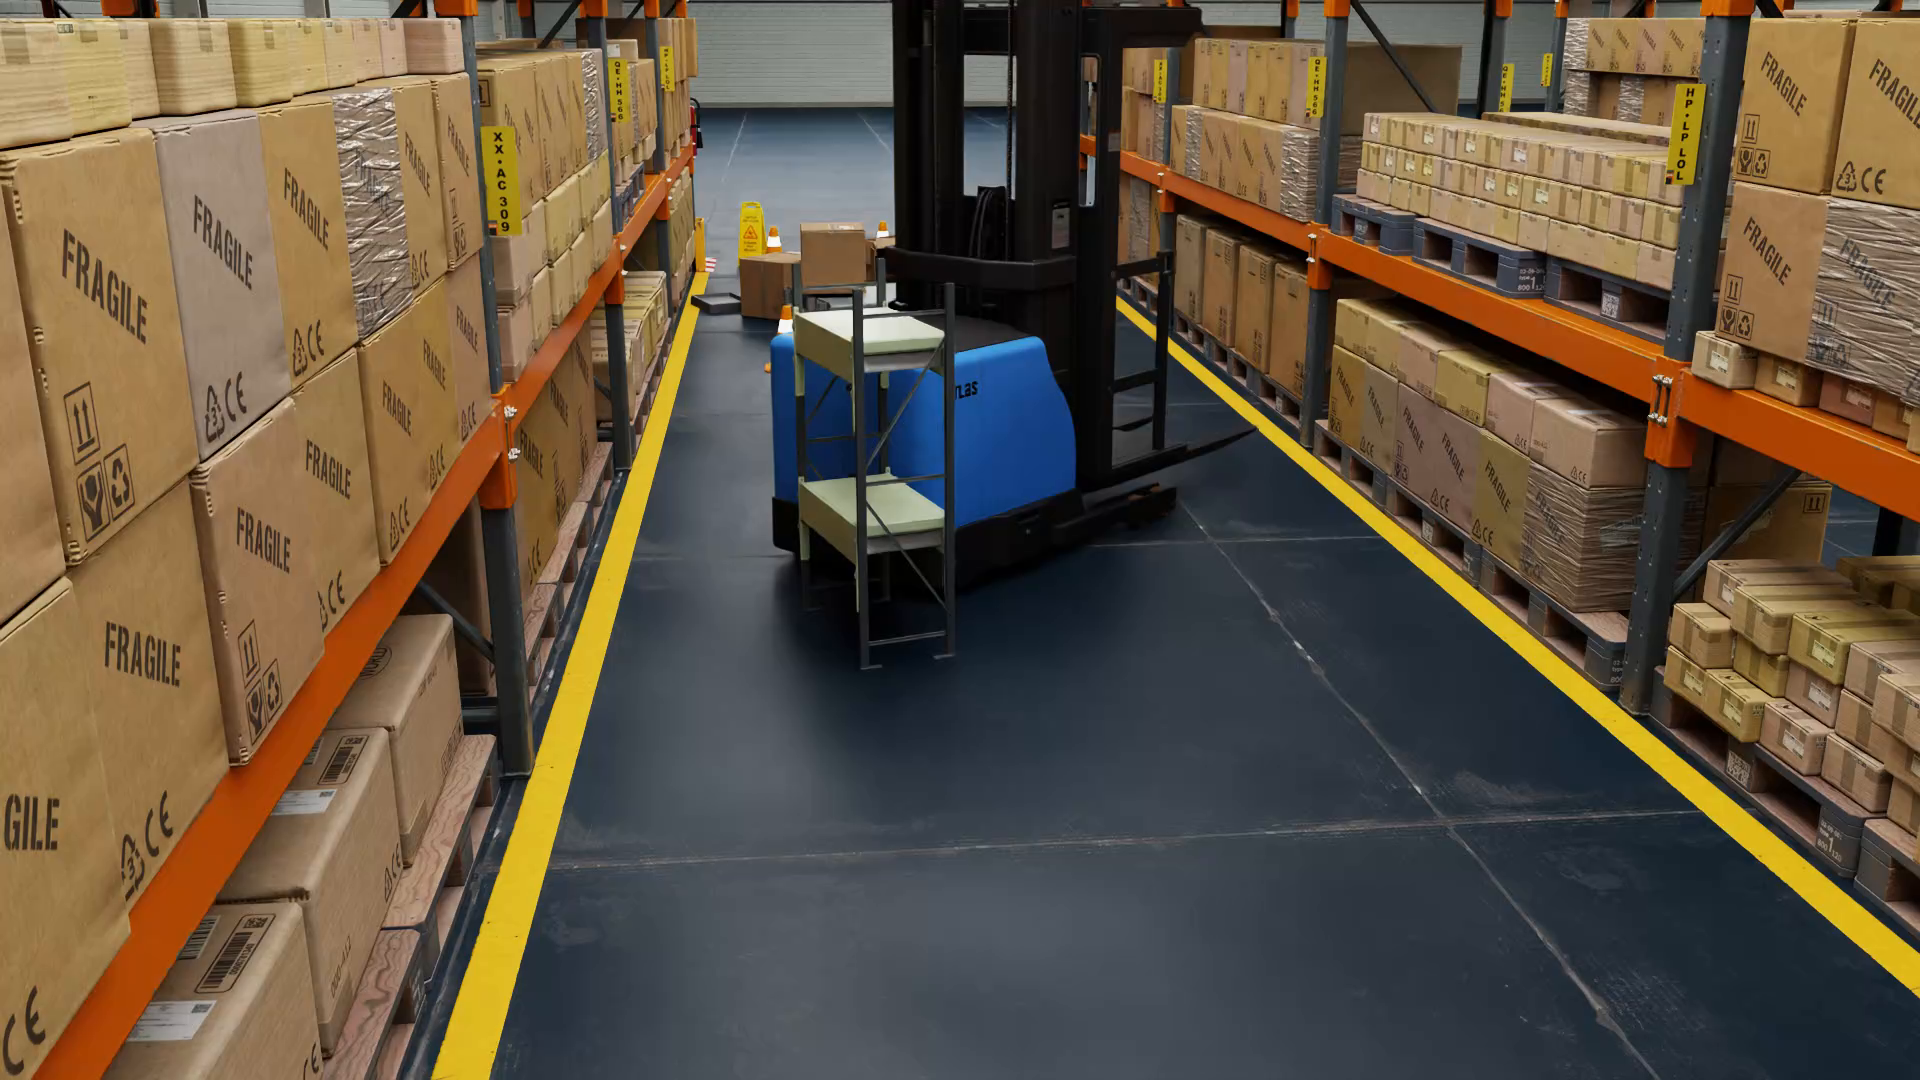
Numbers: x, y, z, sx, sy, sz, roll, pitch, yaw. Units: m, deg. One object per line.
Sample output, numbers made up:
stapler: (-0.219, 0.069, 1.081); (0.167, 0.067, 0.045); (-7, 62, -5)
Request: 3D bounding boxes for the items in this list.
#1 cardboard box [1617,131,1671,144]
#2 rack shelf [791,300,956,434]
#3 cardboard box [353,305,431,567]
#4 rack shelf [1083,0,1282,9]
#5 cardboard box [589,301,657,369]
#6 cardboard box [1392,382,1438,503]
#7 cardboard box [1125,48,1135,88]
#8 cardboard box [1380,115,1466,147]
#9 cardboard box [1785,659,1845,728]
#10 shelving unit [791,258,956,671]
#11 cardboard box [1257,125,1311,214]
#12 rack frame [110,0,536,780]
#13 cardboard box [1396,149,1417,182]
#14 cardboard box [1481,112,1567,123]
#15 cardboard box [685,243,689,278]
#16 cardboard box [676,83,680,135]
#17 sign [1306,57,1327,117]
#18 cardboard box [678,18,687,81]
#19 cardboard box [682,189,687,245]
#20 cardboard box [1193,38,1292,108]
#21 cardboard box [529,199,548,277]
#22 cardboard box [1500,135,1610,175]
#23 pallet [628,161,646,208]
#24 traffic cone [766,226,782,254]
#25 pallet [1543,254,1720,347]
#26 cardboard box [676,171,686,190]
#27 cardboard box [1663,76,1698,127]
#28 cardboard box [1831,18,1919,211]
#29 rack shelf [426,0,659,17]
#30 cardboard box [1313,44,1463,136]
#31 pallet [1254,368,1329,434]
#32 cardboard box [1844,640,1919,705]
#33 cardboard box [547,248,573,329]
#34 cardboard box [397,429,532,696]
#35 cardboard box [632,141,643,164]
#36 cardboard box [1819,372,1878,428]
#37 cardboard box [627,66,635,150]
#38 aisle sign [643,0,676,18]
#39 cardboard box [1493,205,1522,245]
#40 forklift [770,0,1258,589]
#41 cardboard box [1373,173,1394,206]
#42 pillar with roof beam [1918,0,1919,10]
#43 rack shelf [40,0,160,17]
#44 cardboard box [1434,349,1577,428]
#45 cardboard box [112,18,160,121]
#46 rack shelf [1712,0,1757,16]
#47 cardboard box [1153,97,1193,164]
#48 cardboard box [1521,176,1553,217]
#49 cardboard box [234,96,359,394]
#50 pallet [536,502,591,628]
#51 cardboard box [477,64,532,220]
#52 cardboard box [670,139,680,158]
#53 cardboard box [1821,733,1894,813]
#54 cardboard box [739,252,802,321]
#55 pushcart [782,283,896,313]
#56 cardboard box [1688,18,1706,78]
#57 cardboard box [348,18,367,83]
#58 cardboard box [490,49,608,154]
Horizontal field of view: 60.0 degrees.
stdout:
cardboard box: (3.211, -1.773, 7.541); (0.380, 0.149, 0.250); (-1, 17, -4)
rack shelf: (-0.353, -0.700, 6.600); (0.431, 0.370, 0.720); (-7, 19, -22)
cardboard box: (-1.526, -0.243, 3.778); (0.500, 0.500, 0.500); (-2, 18, -6)
rack shelf: (1.929, -4.879, 14.903); (1.077, 0.370, 4.000); (-2, 18, -6)
cardboard box: (-2.571, -1.381, 11.255); (0.950, 0.372, 0.625); (-1, 17, -4)
cardboard box: (2.480, -0.490, 8.202); (0.500, 0.500, 0.500); (-2, 18, -7)
cardboard box: (1.977, -4.376, 15.054); (0.875, 0.550, 0.500); (-2, 18, -6)
cardboard box: (2.433, -2.144, 8.723); (0.380, 0.149, 0.250); (-2, 18, -7)
cardboard box: (2.855, 0.468, 5.239); (0.380, 0.149, 0.250); (-2, 18, -6)
shelving unit: (-0.353, -0.328, 6.717); (0.431, 1.500, 0.755); (-7, 19, -22)
cardboard box: (2.184, -2.326, 10.410); (0.500, 0.500, 0.500); (-2, 18, -6)
rack frame: (-1.953, -0.628, 5.171); (1.000, 3.000, 0.127); (-2, 18, -6)
cardboard box: (2.458, -1.915, 8.492); (0.380, 0.149, 0.250); (-2, 18, -7)
cardboard box: (3.054, -2.236, 9.016); (0.380, 0.149, 0.250); (-2, 18, -8)
cardboard box: (-2.735, -2.549, 15.179); (0.500, 0.250, 0.500); (-2, 18, -8)
cardboard box: (-2.732, -3.790, 14.578); (0.500, 0.500, 0.500); (-2, 17, -5)
sign: (1.996, -2.538, 9.319); (0.100, 0.325, 0.005); (-2, 18, -6)
cardboard box: (-2.664, -4.120, 13.959); (0.700, 0.500, 0.500); (-2, 18, -7)
cardboard box: (-2.747, -2.913, 15.087); (0.500, 0.500, 0.500); (-2, 18, -7)
cardboard box: (2.192, -3.572, 12.711); (0.700, 0.500, 0.500); (-2, 18, -7)
cardboard box: (-1.800, -1.090, 6.056); (0.500, 0.250, 0.500); (-2, 17, -5)
cardboard box: (2.591, -1.678, 7.239); (0.380, 0.149, 0.250); (-3, 18, -8)
pallet: (-2.611, -2.317, 10.870); (1.003, 0.211, 1.213); (-2, 18, -6)
traffic cone: (-1.863, -2.905, 16.658); (0.336, 0.463, 0.334); (-2, 18, -6)
pallet: (3.026, -0.952, 6.523); (1.003, 0.211, 1.213); (-2, 18, -6)
cardboard box: (-2.696, -3.268, 15.133); (0.380, 0.149, 0.250); (-1, 17, -3)
cardboard box: (6.926, -3.940, 15.055); (0.875, 0.500, 0.500); (-2, 18, -6)
cardboard box: (2.833, -1.182, 4.602); (0.500, 0.500, 0.500); (-2, 18, -7)
rack shelf: (-2.572, -3.504, 10.524); (1.077, 0.370, 4.000); (-2, 18, -6)
cardboard box: (2.511, -2.662, 9.812); (0.700, 0.500, 0.500); (-2, 18, -6)
pallet: (2.541, -0.910, 10.723); (1.003, 0.211, 1.213); (-2, 18, -6)
cardboard box: (2.884, 0.408, 4.934); (0.380, 0.149, 0.250); (-2, 18, -7)
cardboard box: (-1.828, -1.003, 6.616); (0.500, 0.250, 0.500); (-2, 18, -6)
cardboard box: (-2.097, 0.003, 6.007); (0.875, 0.875, 0.875); (-1, 17, -4)
cardboard box: (-2.360, -2.643, 11.307); (0.380, 0.149, 0.250); (-2, 18, -6)
cardboard box: (2.844, -0.445, 5.005); (0.380, 0.149, 0.250); (-3, 18, -8)
cardboard box: (-2.304, -2.664, 10.292); (0.500, 0.500, 0.500); (-1, 17, -5)
aisle sign: (-2.909, -5.471, 16.257); (0.394, 0.787, 0.004); (-2, 18, -6)
cardboard box: (2.585, -1.392, 7.322); (0.380, 0.149, 0.250); (-1, 17, -3)
forklift: (0.459, -1.552, 8.226); (1.130, 2.935, 3.031); (14, 23, 39)
cardboard box: (2.420, -1.864, 8.826); (0.380, 0.149, 0.250); (-1, 17, -3)
pillar with roof beam: (16.241, -12.879, 34.177); (9.100, 9.000, 0.400); (-2, 18, -6)
rack shelf: (-7.921, -4.541, 13.828); (1.077, 0.370, 4.000); (-2, 18, -6)
cardboard box: (2.523, -0.702, 7.625); (0.500, 0.250, 0.500); (-3, 18, -8)
cardboard box: (-1.437, -0.697, 2.469); (0.380, 0.149, 0.250); (-2, 18, -5)
rack shelf: (3.166, -1.304, 3.515); (1.077, 0.370, 4.000); (-2, 18, -6)
cardboard box: (2.085, -3.376, 13.673); (0.875, 0.550, 0.550); (-2, 18, -6)
cardboard box: (2.613, -1.458, 7.034); (0.380, 0.149, 0.250); (-3, 18, -8)
cardboard box: (-1.480, -0.569, 3.145); (0.500, 0.500, 0.500); (-2, 18, -5)
pallet: (-2.237, 0.110, 7.474); (1.003, 0.211, 1.213); (-2, 18, -6)
cardboard box: (-1.713, -1.293, 5.452); (0.500, 0.500, 0.500); (-2, 17, -5)
cardboard box: (-2.614, -3.377, 14.346); (0.380, 0.149, 0.250); (-2, 18, -5)
cardboard box: (2.859, 0.692, 5.022); (0.380, 0.149, 0.250); (-2, 18, -7)
cardboard box: (-1.535, -2.182, 14.288); (0.500, 0.500, 0.500); (11, 21, 32)
pushcart: (-0.516, -1.846, 13.428); (1.648, 0.377, 0.936); (-8, 19, -25)
cardboard box: (6.706, -4.259, 14.403); (0.500, 0.500, 0.500); (-2, 18, -6)
cardboard box: (-1.626, -1.149, 3.911); (0.380, 0.149, 0.250); (-2, 18, -6)
cardboard box: (-2.052, -2.199, 8.338); (0.500, 0.500, 0.500); (-2, 18, -7)
